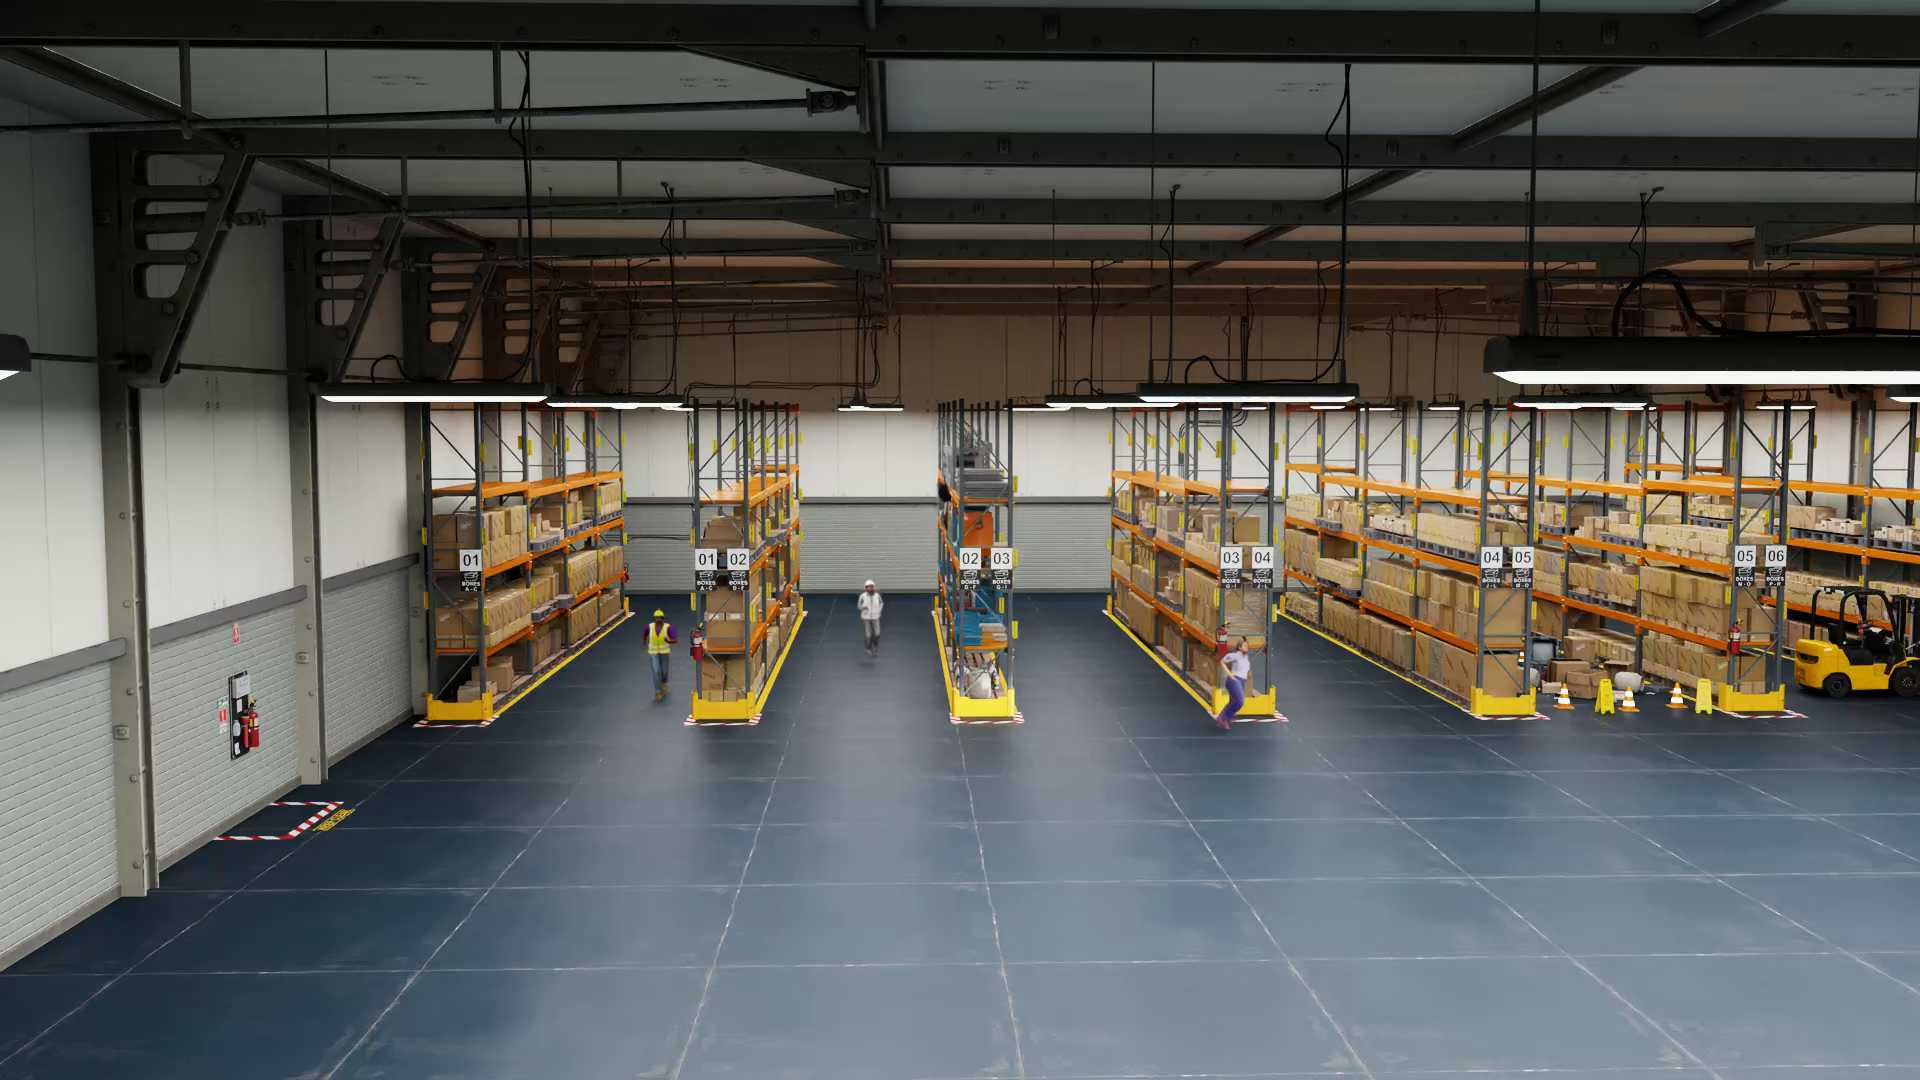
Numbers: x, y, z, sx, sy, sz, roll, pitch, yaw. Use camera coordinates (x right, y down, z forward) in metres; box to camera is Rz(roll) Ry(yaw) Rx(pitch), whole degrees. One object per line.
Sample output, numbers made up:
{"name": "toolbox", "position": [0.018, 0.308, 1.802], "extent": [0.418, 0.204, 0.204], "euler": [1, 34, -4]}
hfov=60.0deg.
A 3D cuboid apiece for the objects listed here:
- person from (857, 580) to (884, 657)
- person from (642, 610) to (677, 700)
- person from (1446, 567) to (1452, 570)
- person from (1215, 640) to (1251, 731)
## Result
{"name": "person", "position": [-2.019, 1.802, 37.923], "extent": [0.642, 1.767, 0.647], "euler": [-1, 4, -12]}
{"name": "person", "position": [-6.028, 2.276, 33.396], "extent": [0.701, 1.750, 0.981], "euler": [-1, 4, -9]}
{"name": "person", "position": [14.644, 1.105, 49.333], "extent": [0.913, 1.725, 0.734], "euler": [2, 5, 28]}
{"name": "person", "position": [5.003, 2.639, 30.250], "extent": [0.607, 1.623, 0.685], "euler": [4, 6, 39]}
